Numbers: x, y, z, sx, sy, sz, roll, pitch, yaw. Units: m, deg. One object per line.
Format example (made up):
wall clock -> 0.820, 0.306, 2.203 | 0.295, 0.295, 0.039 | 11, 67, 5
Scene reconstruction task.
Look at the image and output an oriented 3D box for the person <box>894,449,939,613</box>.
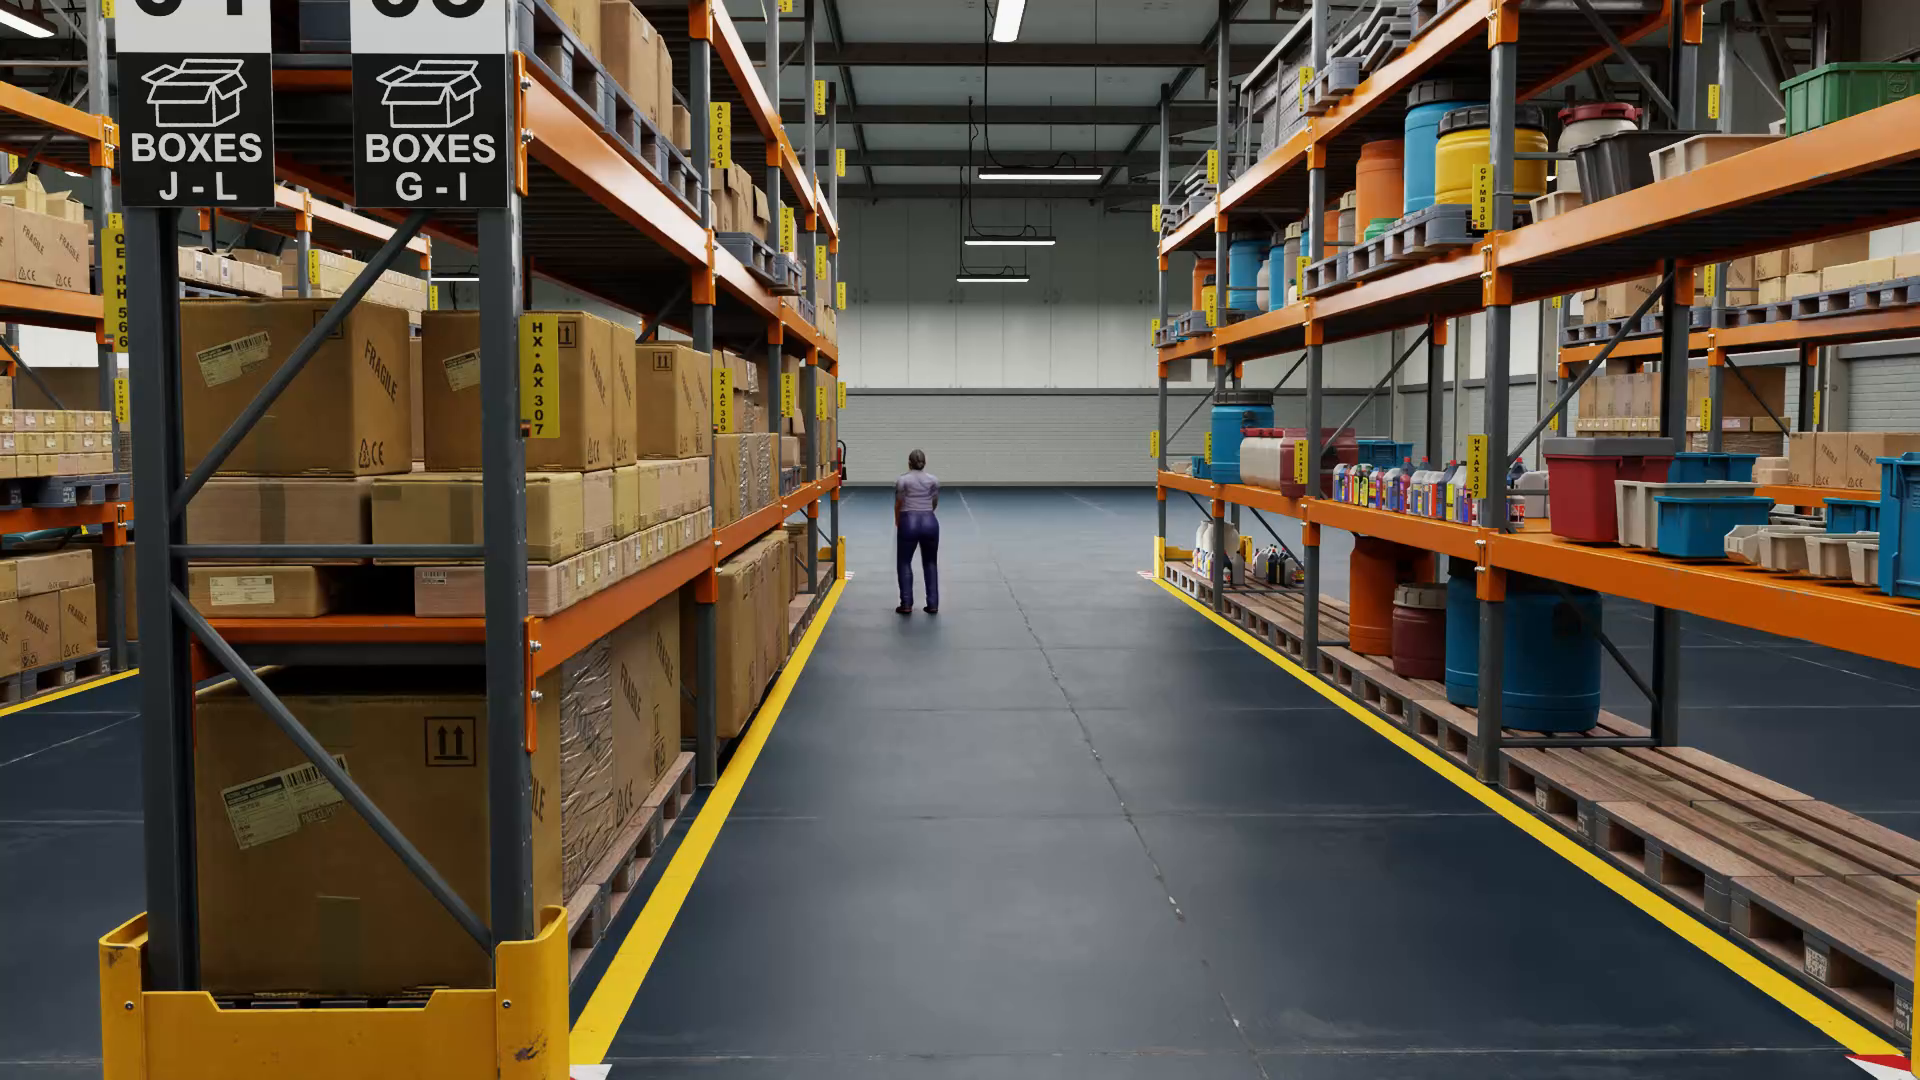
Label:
person -> -0.452, -0.097, 16.627 | 0.452, 1.634, 0.523 | -1, 4, -17
